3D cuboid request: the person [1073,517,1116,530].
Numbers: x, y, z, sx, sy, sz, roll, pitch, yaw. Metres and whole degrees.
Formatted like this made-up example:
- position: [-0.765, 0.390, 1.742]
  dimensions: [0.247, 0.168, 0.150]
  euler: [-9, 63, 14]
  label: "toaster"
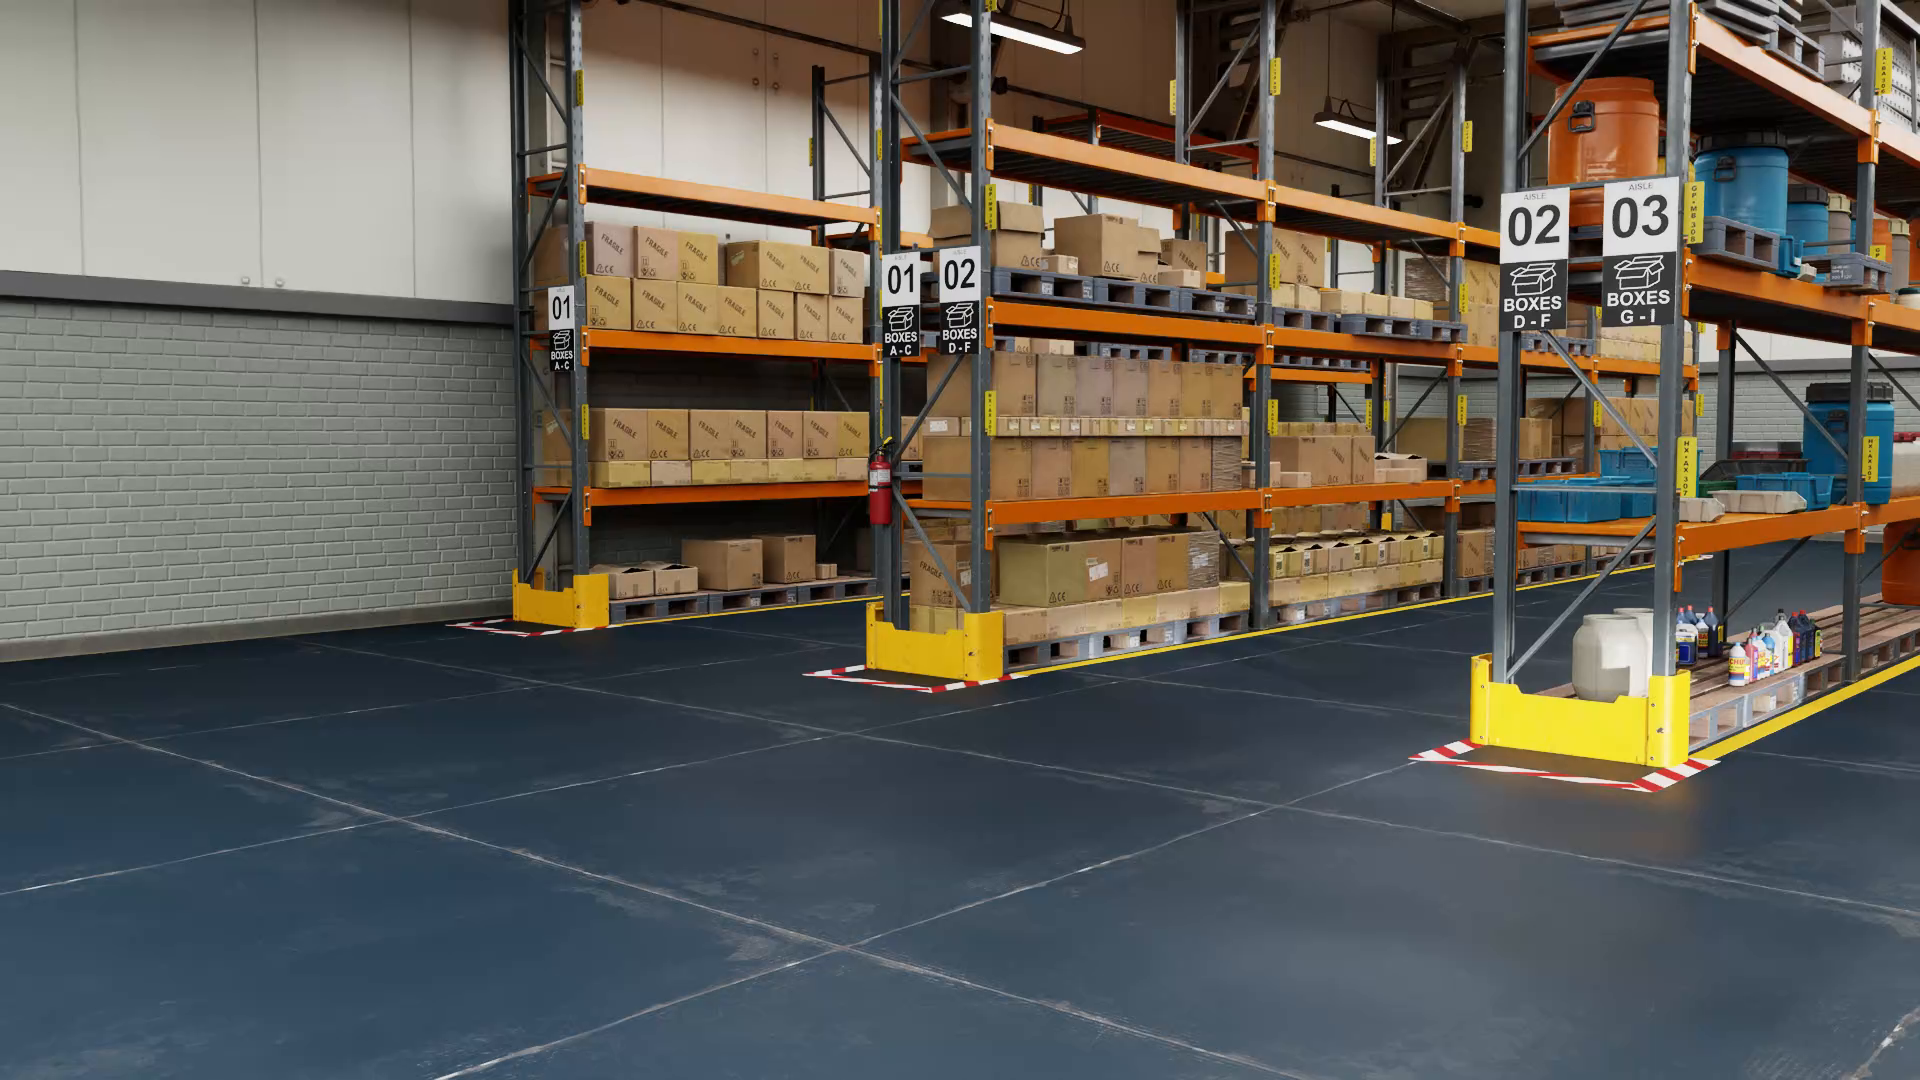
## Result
- position: [1.385, -0.088, 16.835]
  dimensions: [0.516, 1.673, 0.407]
  euler: [3, 5, 39]
  label: "person"
